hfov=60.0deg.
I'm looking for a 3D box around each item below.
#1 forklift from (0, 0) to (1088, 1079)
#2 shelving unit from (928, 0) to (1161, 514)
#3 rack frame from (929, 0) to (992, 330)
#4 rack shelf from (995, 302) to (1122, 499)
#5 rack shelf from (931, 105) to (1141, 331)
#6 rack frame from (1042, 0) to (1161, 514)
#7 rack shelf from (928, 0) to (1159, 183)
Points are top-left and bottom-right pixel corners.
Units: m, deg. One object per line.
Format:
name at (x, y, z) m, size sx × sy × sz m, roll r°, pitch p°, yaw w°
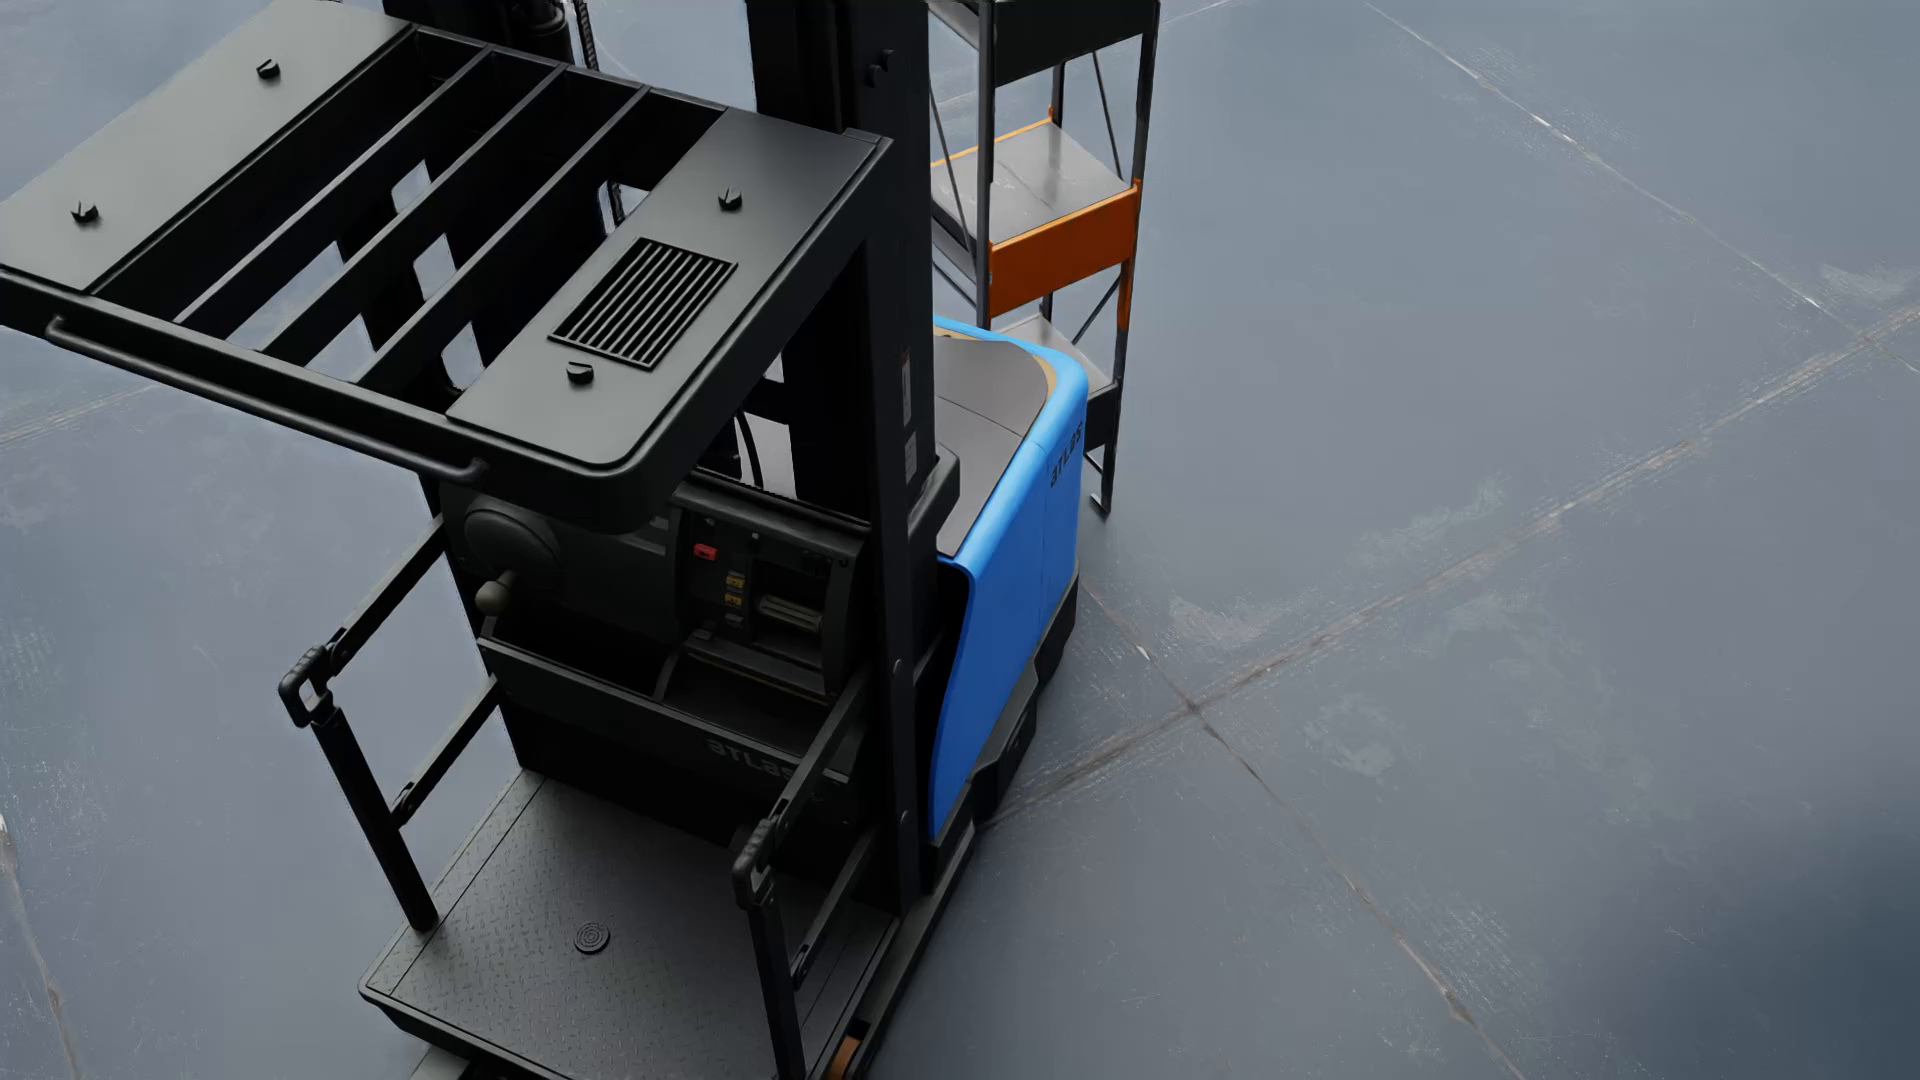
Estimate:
forklift at (-0.715, 0.141, 3.162) m, size 1.130 × 2.935 × 3.031 m, roll 18°, pitch 51°, yaw 16°
shelving unit at (0.162, -0.809, 4.565) m, size 0.503 × 2.100 × 0.431 m, roll -26°, pitch 53°, yaw -21°
rack frame at (-0.042, -0.709, 4.476) m, size 0.015 × 2.100 × 0.400 m, roll -26°, pitch 53°, yaw -21°
rack shelf at (0.162, -0.335, 5.098) m, size 0.480 × 0.518 × 0.431 m, roll -26°, pitch 53°, yaw -21°
rack shelf at (0.162, -0.800, 4.575) m, size 0.480 × 0.518 × 0.431 m, roll -26°, pitch 53°, yaw -21°
rack frame at (0.367, -0.909, 4.654) m, size 0.015 × 2.100 × 0.400 m, roll -26°, pitch 53°, yaw -21°
rack shelf at (0.162, -1.266, 4.052) m, size 0.480 × 0.518 × 0.431 m, roll -26°, pitch 53°, yaw -21°
